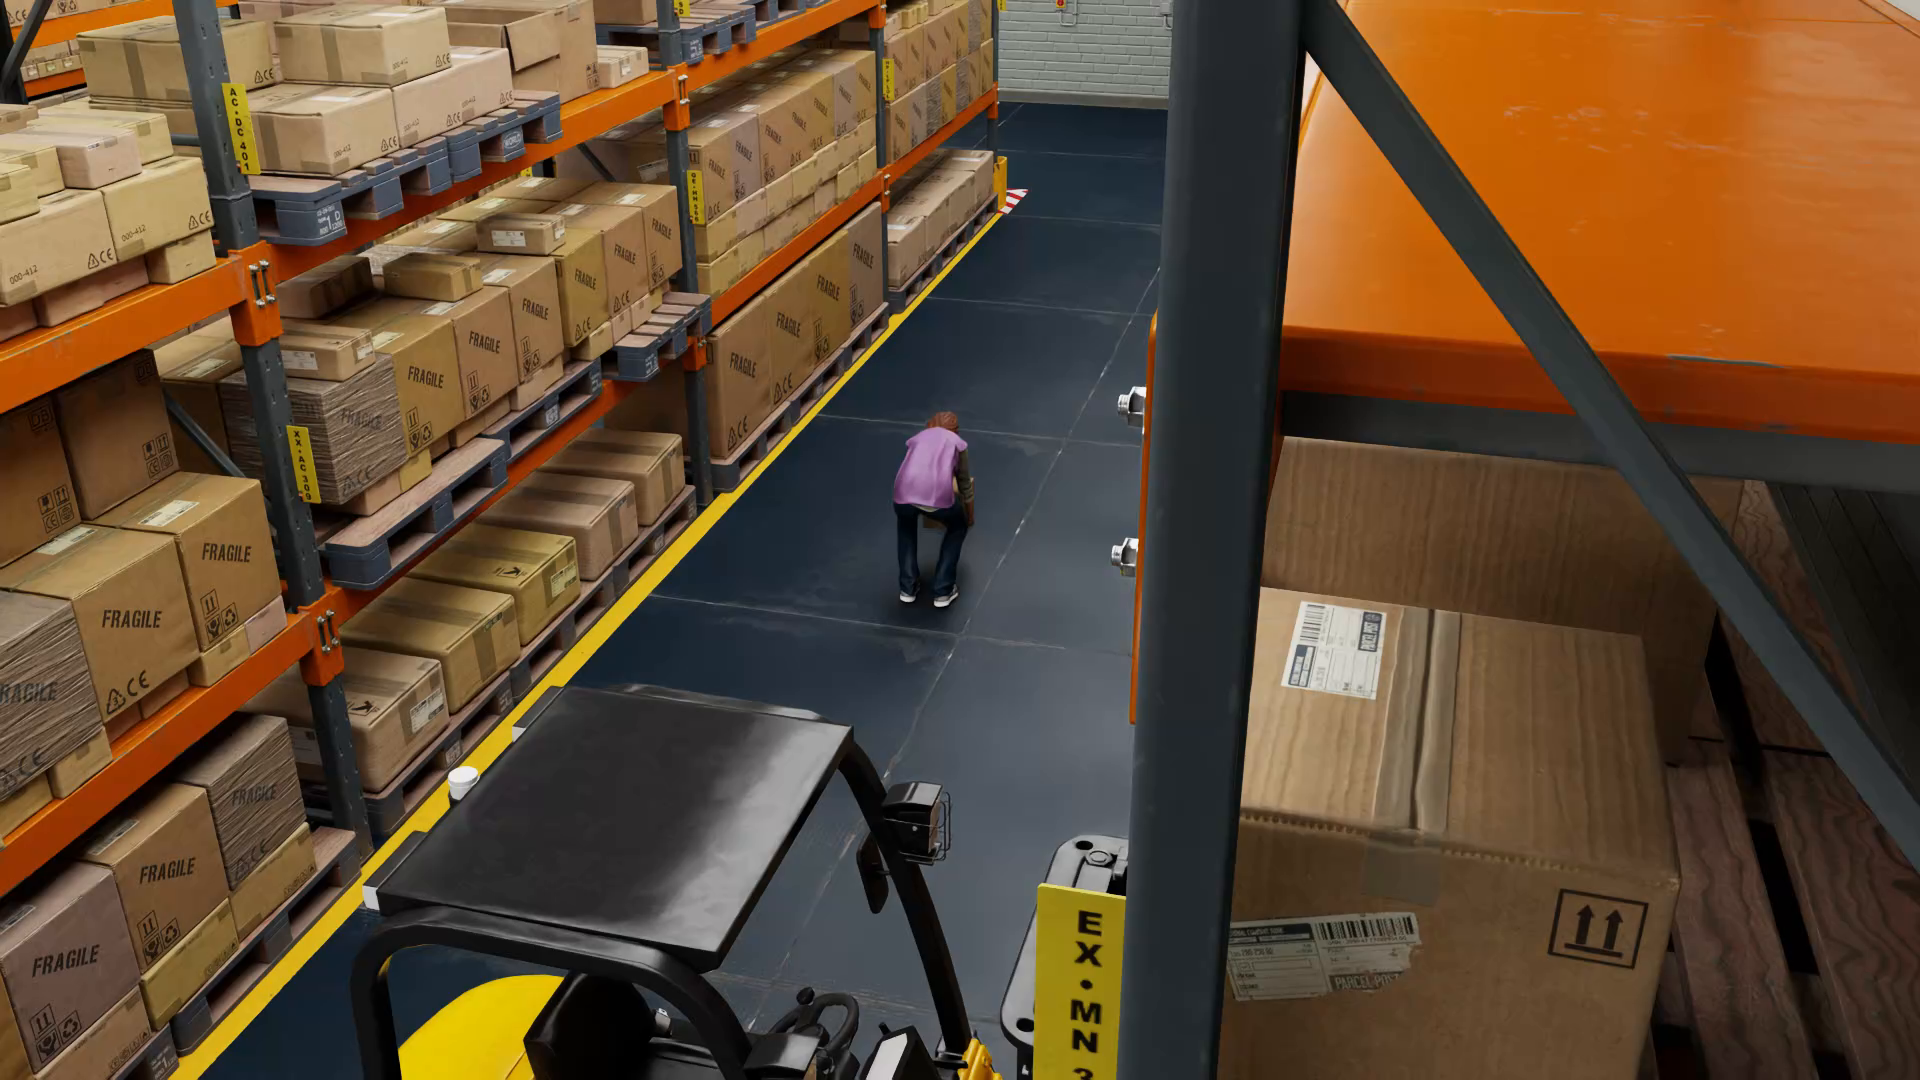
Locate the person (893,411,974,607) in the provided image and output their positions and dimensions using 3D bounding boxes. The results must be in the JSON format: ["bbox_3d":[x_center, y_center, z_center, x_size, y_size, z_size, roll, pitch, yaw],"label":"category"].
[{"bbox_3d":[-0.152,-0.171,9.693,0.420,0.979,0.861,5,26,11],"label":"person"}]
